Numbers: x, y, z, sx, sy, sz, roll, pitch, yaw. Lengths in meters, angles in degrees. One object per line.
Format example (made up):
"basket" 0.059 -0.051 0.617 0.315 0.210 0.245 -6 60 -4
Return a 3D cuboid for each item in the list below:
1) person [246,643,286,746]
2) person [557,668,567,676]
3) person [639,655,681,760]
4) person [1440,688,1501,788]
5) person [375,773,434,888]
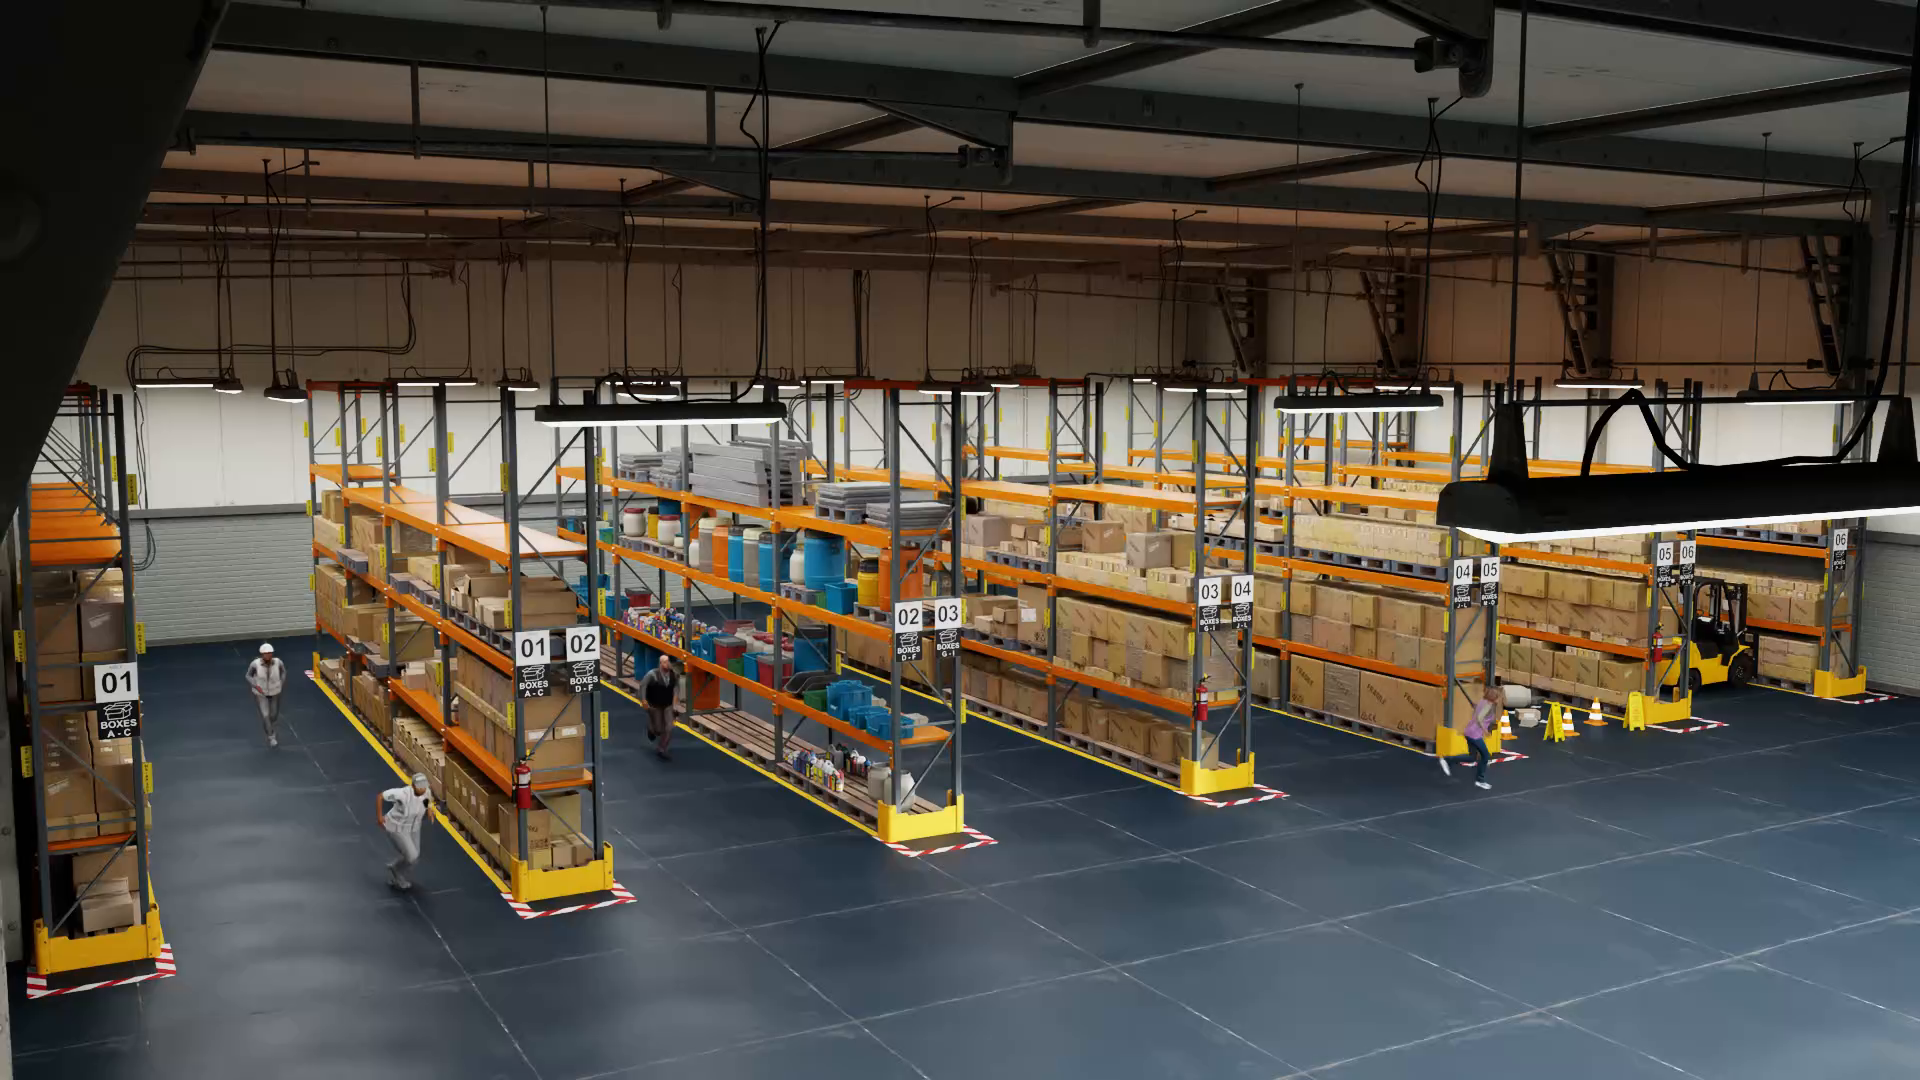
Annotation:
"person" -11.570 2.544 27.753 0.636 1.725 0.848 -3 7 -26
"person" -7.263 2.252 30.619 0.608 1.674 0.845 -4 7 -32
"person" -4.823 2.679 26.777 0.684 1.681 0.649 -4 7 -33
"person" 7.601 2.962 24.786 0.843 1.547 0.543 1 6 12
"person" -6.621 3.482 19.840 0.859 1.496 0.636 4 8 36
